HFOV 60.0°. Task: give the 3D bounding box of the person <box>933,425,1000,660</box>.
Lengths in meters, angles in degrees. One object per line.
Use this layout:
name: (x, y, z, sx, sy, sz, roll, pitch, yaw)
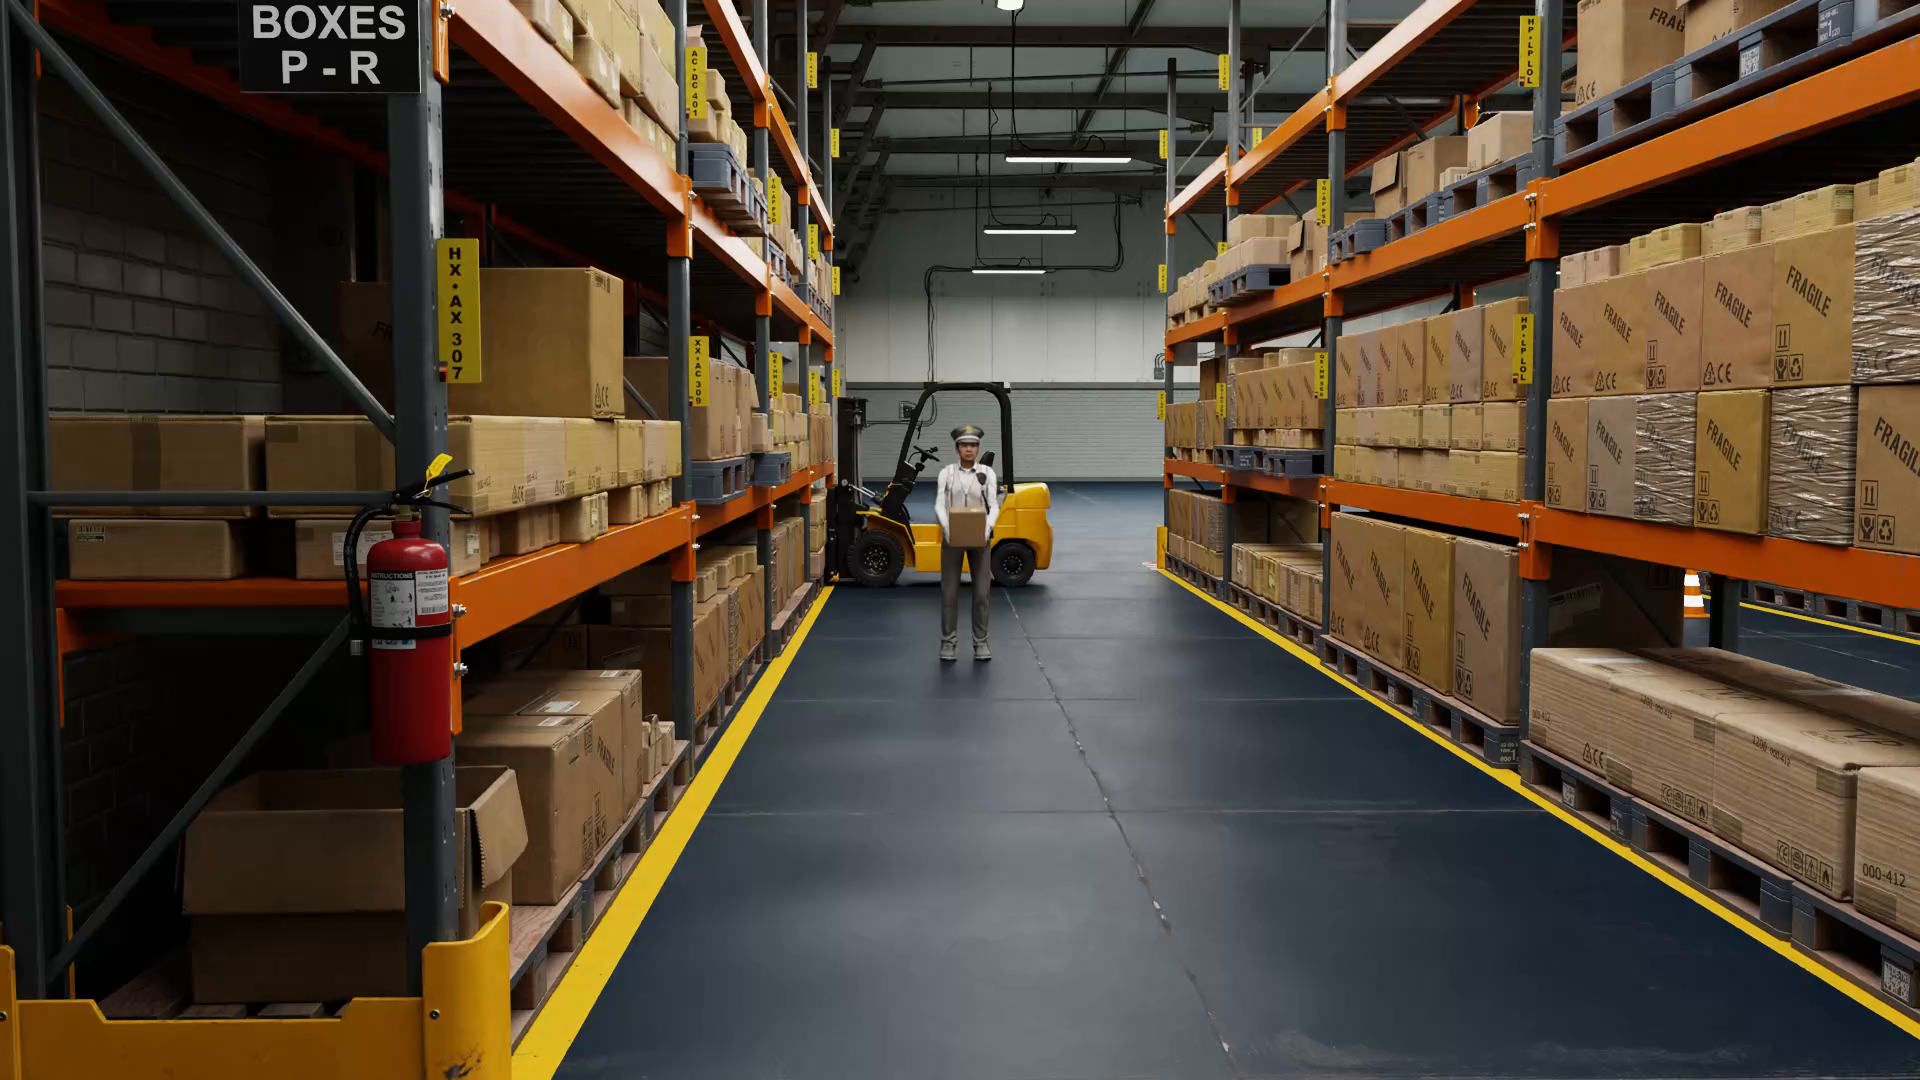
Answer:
person: (0.050, 0.019, 11.967, 0.482, 1.692, 0.517, 0, 4, -2)
